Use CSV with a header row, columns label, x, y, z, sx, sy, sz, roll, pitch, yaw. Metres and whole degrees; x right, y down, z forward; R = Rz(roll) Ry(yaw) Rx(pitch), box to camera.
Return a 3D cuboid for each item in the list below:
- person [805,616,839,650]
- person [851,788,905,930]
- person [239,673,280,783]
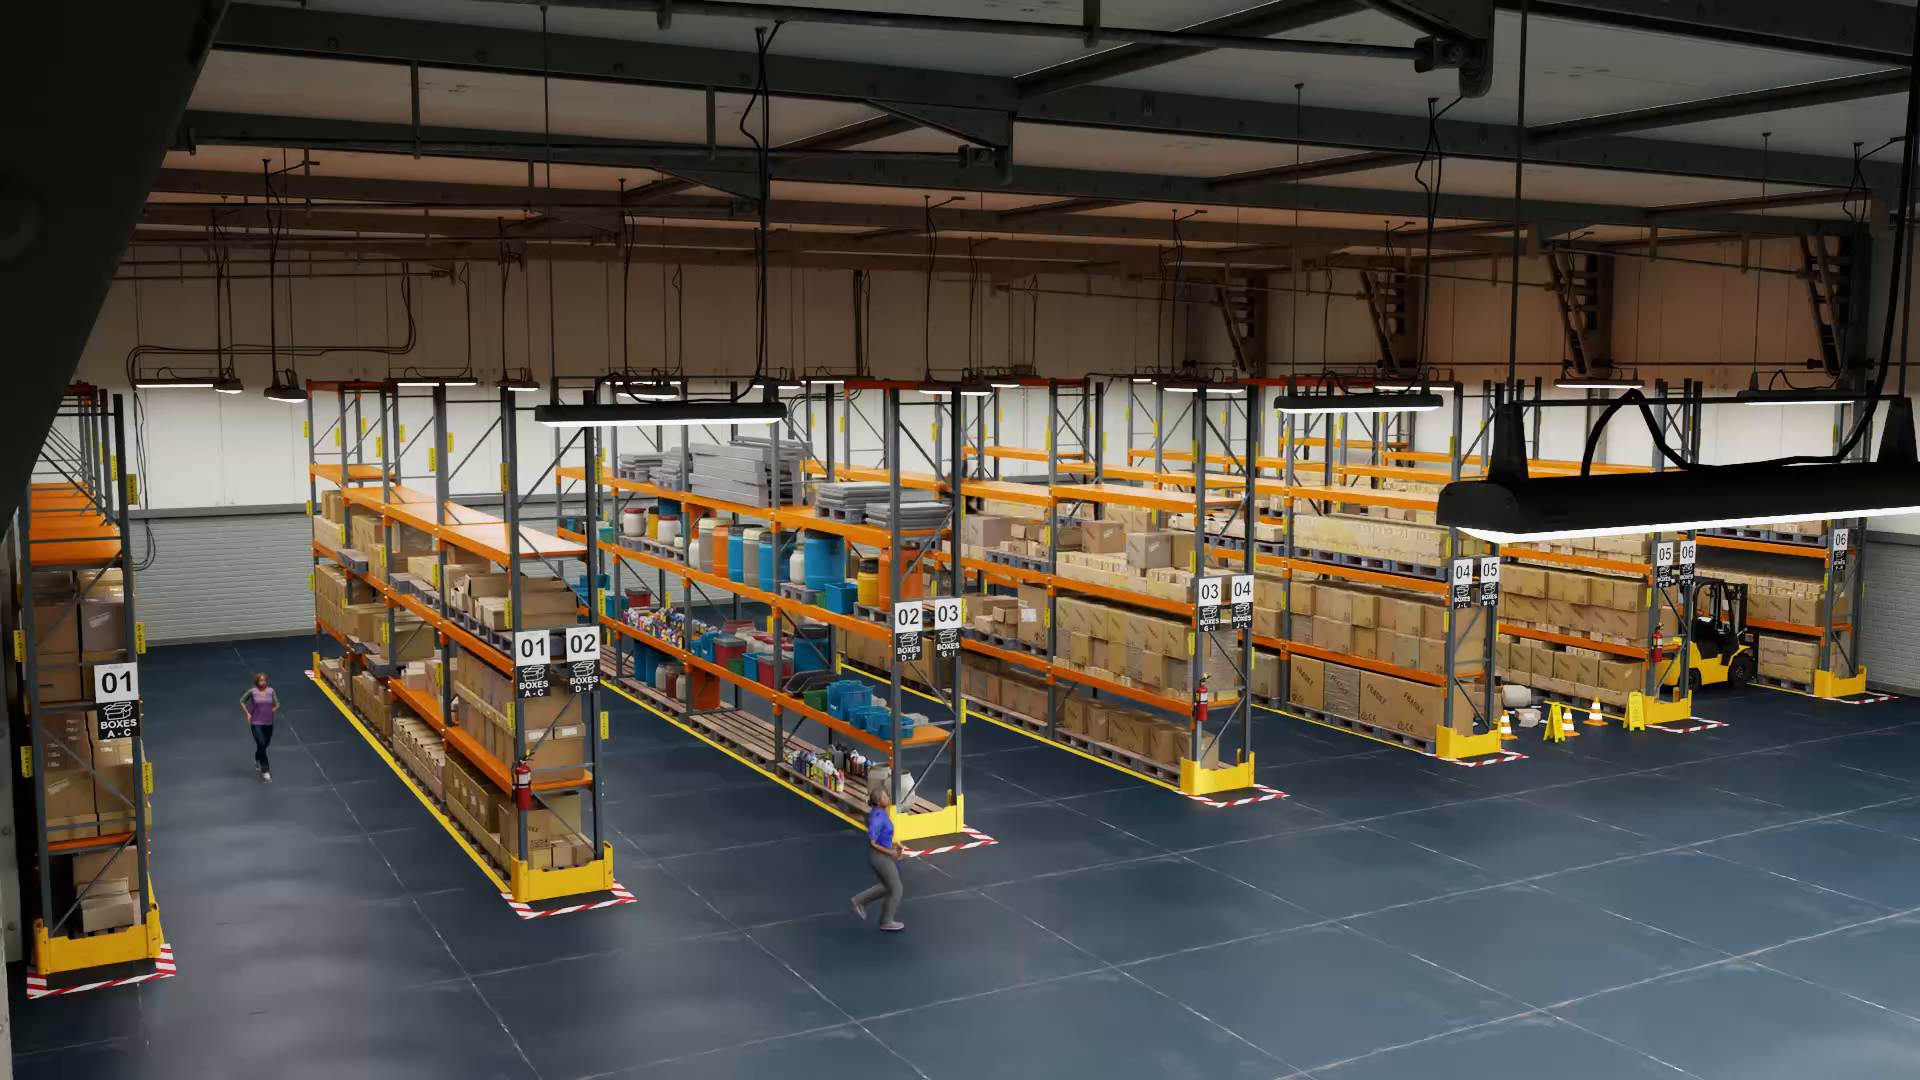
label,x,y,z,sx,sy,sz,roll,pitch,yaw
person,-2.829,1.841,33.455,0.660,1.702,0.955,-4,7,-34
person,-0.921,3.561,18.559,0.599,1.604,0.575,0,6,-3
person,-10.658,2.829,25.393,0.534,1.626,0.830,-5,8,-42
